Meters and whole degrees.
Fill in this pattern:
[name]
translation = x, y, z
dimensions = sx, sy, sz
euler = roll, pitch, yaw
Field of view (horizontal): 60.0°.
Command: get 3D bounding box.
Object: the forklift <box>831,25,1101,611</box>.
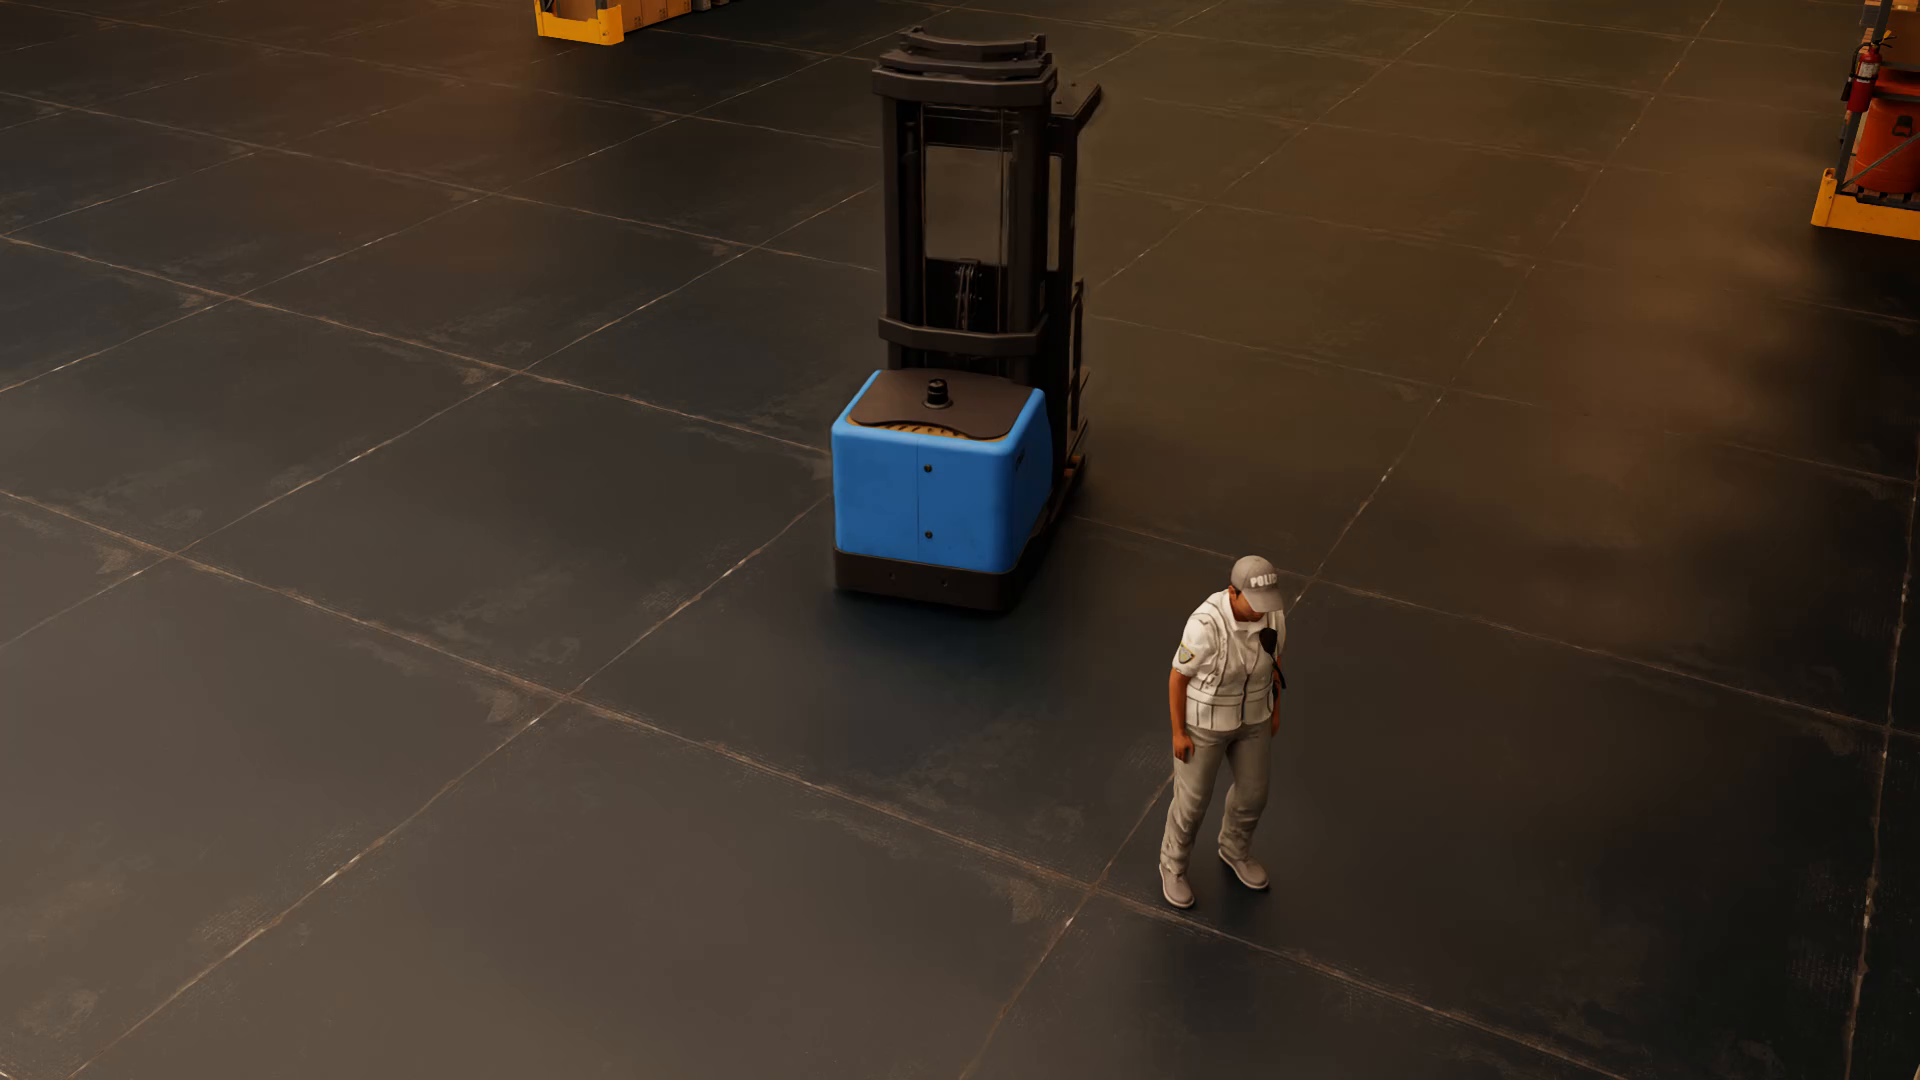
[forklift]
translation = 0.175, -1.599, 9.842
dimensions = 1.130, 2.935, 3.031
euler = 8, 31, 13

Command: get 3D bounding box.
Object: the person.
[person]
translation = 1.124, 0.775, 7.001
dimensions = 0.535, 1.667, 0.466
euler = -11, 32, -18
